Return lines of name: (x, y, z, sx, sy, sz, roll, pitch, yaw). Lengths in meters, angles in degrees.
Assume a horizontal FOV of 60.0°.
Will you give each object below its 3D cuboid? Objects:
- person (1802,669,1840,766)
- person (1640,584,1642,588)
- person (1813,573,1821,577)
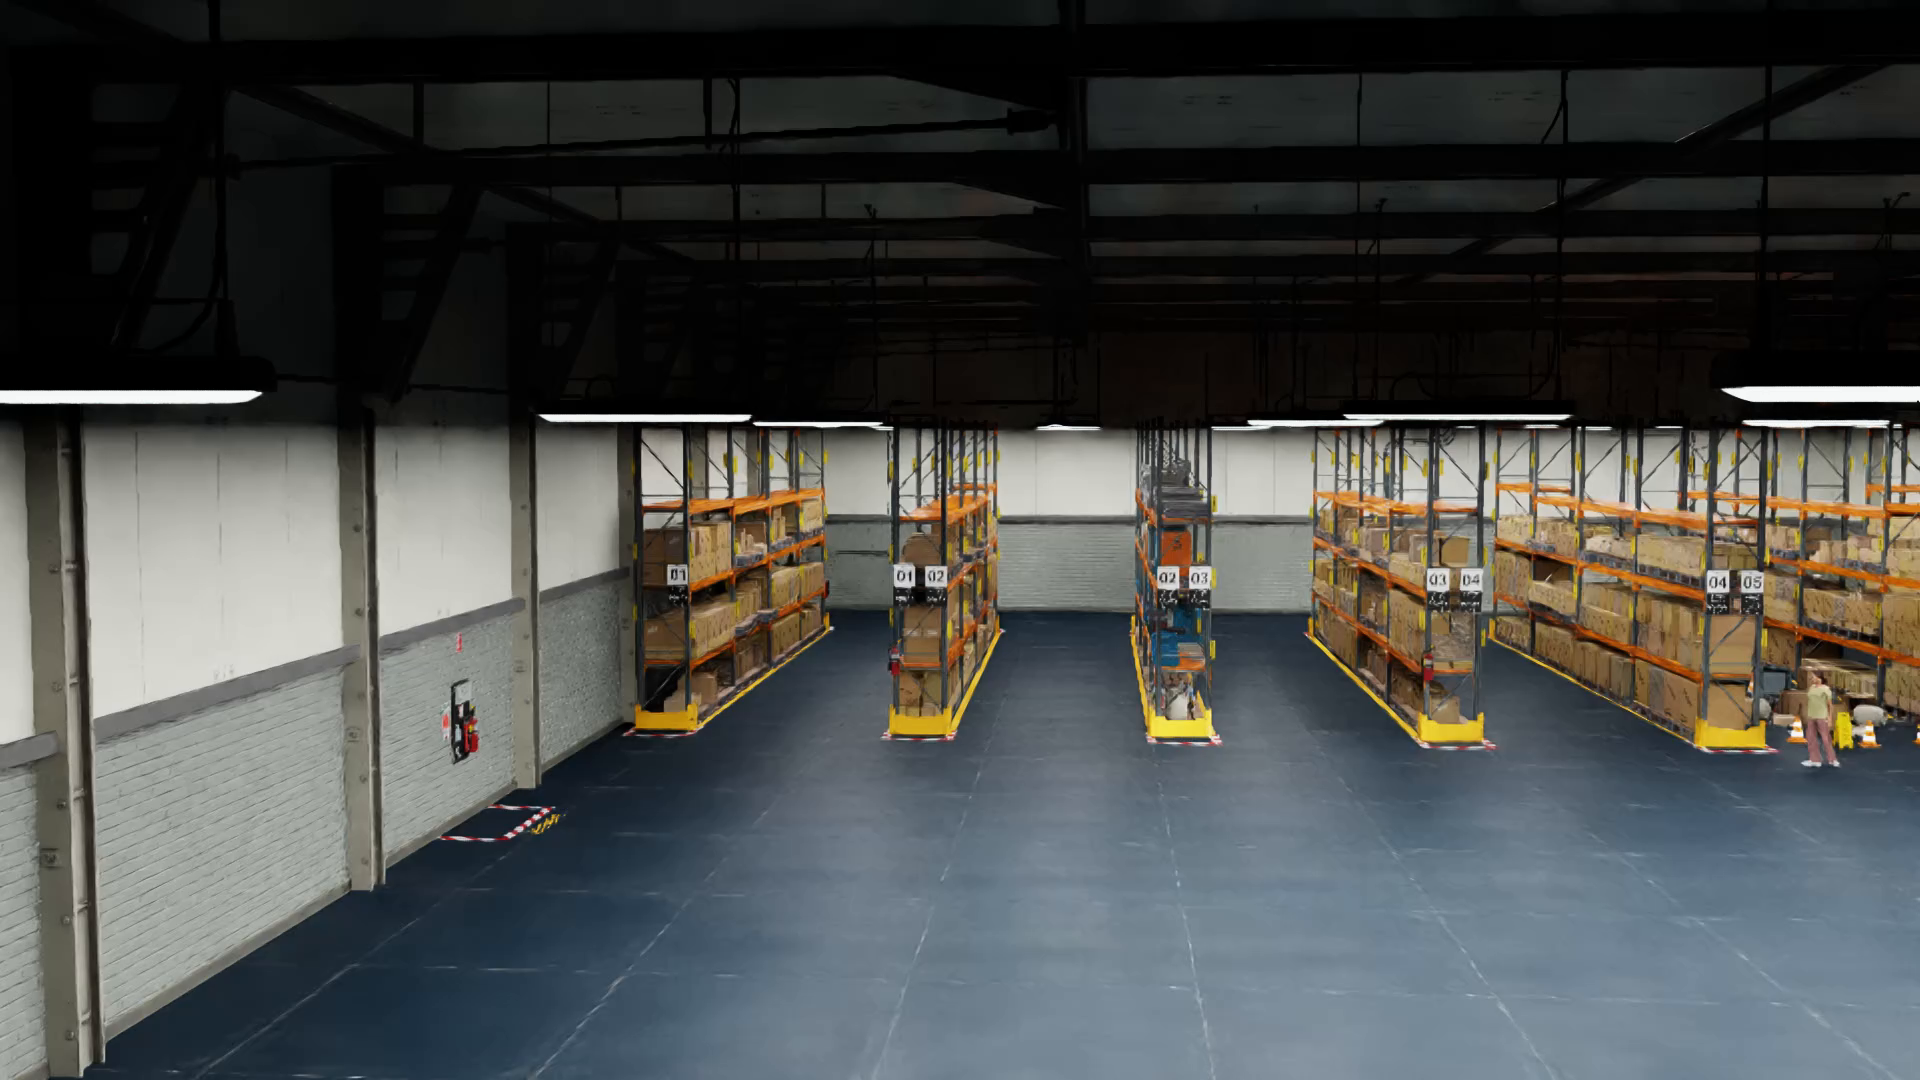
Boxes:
person: (14.752, 3.040, 28.454, 0.523, 1.665, 0.559, -1, 4, -20)
person: (18.115, 1.980, 44.533, 0.571, 1.668, 0.629, 1, 4, 10)
person: (24.037, 1.816, 46.498, 0.536, 1.765, 0.628, -2, 4, -22)
